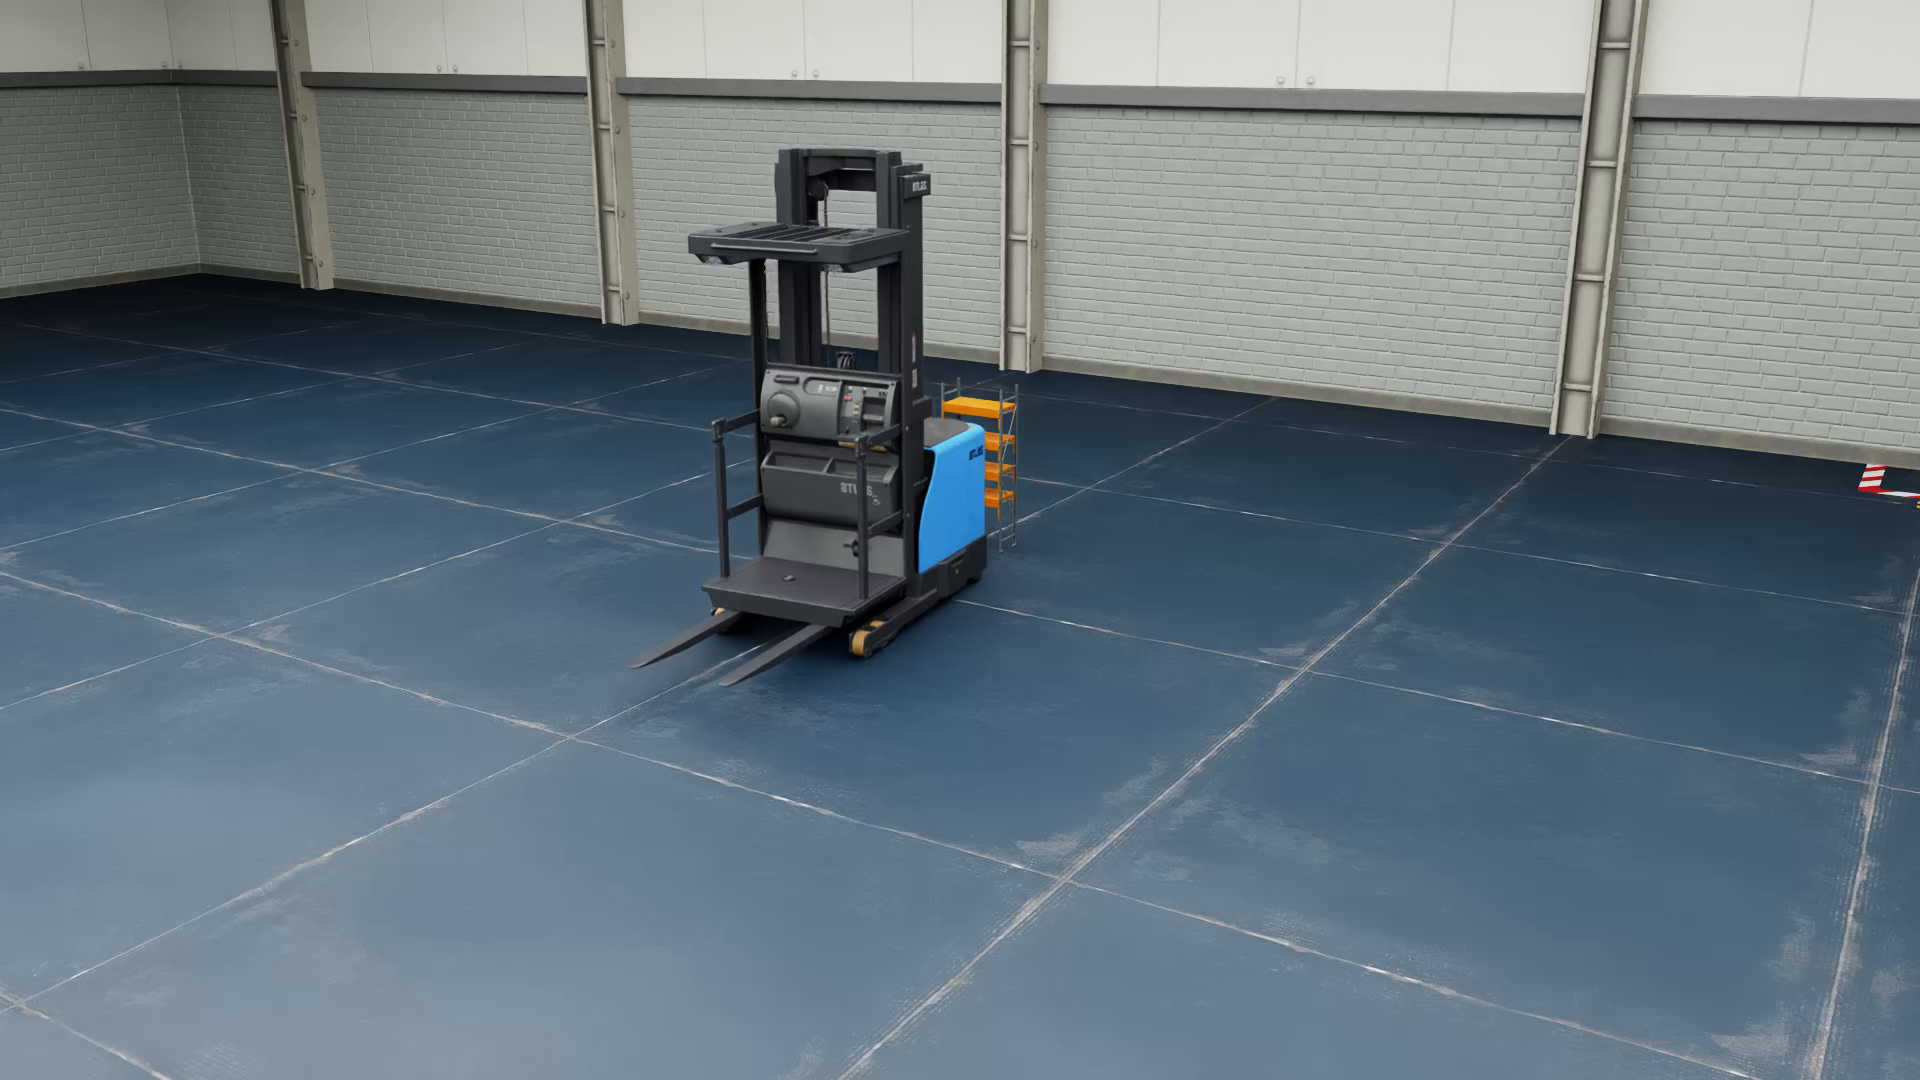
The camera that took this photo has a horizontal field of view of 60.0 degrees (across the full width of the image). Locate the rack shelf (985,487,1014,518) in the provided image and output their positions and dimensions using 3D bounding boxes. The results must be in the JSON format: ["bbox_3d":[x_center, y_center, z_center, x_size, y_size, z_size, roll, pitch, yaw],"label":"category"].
[{"bbox_3d":[0.141,-0.295,12.201,0.480,0.148,0.258,10,20,30],"label":"rack shelf"}]

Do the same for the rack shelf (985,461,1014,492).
[{"bbox_3d":[0.141,-0.485,12.143,0.480,0.148,0.258,10,20,30],"label":"rack shelf"}]

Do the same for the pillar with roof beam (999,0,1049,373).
[{"bbox_3d":[-1.563,-5.161,13.888,0.400,9.000,9.100,10,20,30],"label":"pillar with roof beam"}]

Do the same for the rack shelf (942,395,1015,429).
[{"bbox_3d":[0.141,-0.925,12.010,0.480,0.148,0.258,10,20,30],"label":"rack shelf"}]

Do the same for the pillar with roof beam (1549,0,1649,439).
[{"bbox_3d":[3.549,-4.248,10.884,0.400,9.000,9.100,10,20,30],"label":"pillar with roof beam"}]

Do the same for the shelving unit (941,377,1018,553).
[{"bbox_3d":[0.141,-0.549,12.124,0.503,1.200,0.258,10,20,30],"label":"shelving unit"}]

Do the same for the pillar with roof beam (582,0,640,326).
[{"bbox_3d":[-6.676,-6.073,16.893,0.400,9.000,9.100,10,20,30],"label":"pillar with roof beam"}]

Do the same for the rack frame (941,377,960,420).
[{"bbox_3d":[-0.067,-0.586,12.246,0.015,1.200,0.240,10,20,30],"label":"rack frame"}]

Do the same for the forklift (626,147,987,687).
[{"bbox_3d":[-0.908,-0.837,10.093,1.130,2.935,3.031,8,19,25],"label":"forklift"}]

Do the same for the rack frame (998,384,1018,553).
[{"bbox_3d":[0.349,-0.512,12.002,0.015,1.200,0.240,10,20,30],"label":"rack frame"}]

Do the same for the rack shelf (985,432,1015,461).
[{"bbox_3d":[0.141,-0.699,12.078,0.480,0.148,0.258,10,20,30],"label":"rack shelf"}]

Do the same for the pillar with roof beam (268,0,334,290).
[{"bbox_3d":[-11.789,-6.986,19.897,0.400,9.000,9.100,10,20,30],"label":"pillar with roof beam"}]
